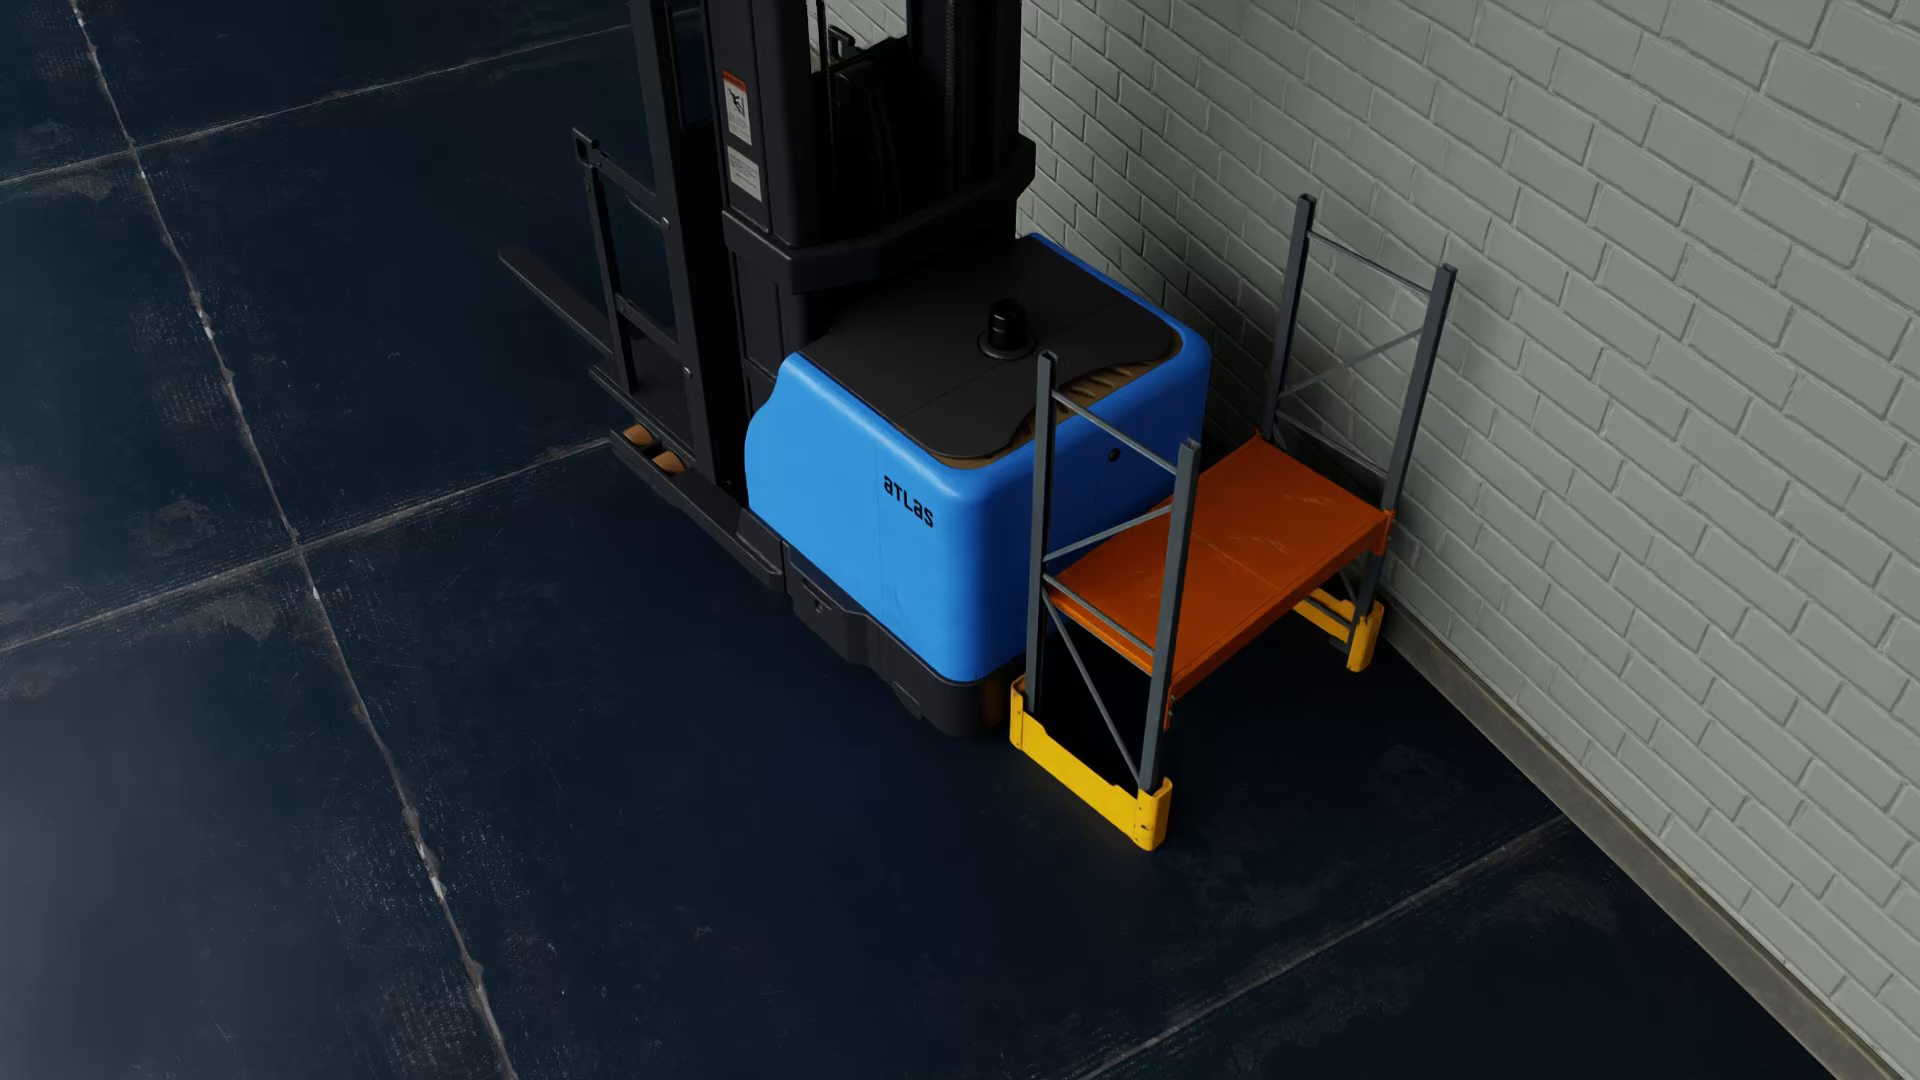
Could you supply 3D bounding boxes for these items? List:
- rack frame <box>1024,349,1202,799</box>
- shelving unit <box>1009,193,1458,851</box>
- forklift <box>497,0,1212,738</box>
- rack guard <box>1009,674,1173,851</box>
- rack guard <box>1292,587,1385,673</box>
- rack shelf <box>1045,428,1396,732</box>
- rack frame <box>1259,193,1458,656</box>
[{"bbox_3d":[0.374,0.202,4.465,0.032,1.500,0.500,-34,53,-30],"label":"rack frame"},{"bbox_3d":[0.736,-0.037,4.711,1.083,1.500,0.587,-34,53,-30],"label":"shelving unit"},{"bbox_3d":[-0.598,-1.406,5.094,1.130,2.935,3.031,-31,52,-28],"label":"forklift"},{"bbox_3d":[0.375,0.650,4.900,0.087,0.250,0.587,-34,53,-30],"label":"rack guard"},{"bbox_3d":[1.097,0.172,5.393,0.087,0.250,0.587,-34,53,-30],"label":"rack guard"},{"bbox_3d":[0.743,0.088,4.841,1.000,0.185,0.538,-34,53,-30],"label":"rack shelf"},{"bbox_3d":[1.111,-0.285,4.967,0.032,1.500,0.500,-34,53,-30],"label":"rack frame"}]
